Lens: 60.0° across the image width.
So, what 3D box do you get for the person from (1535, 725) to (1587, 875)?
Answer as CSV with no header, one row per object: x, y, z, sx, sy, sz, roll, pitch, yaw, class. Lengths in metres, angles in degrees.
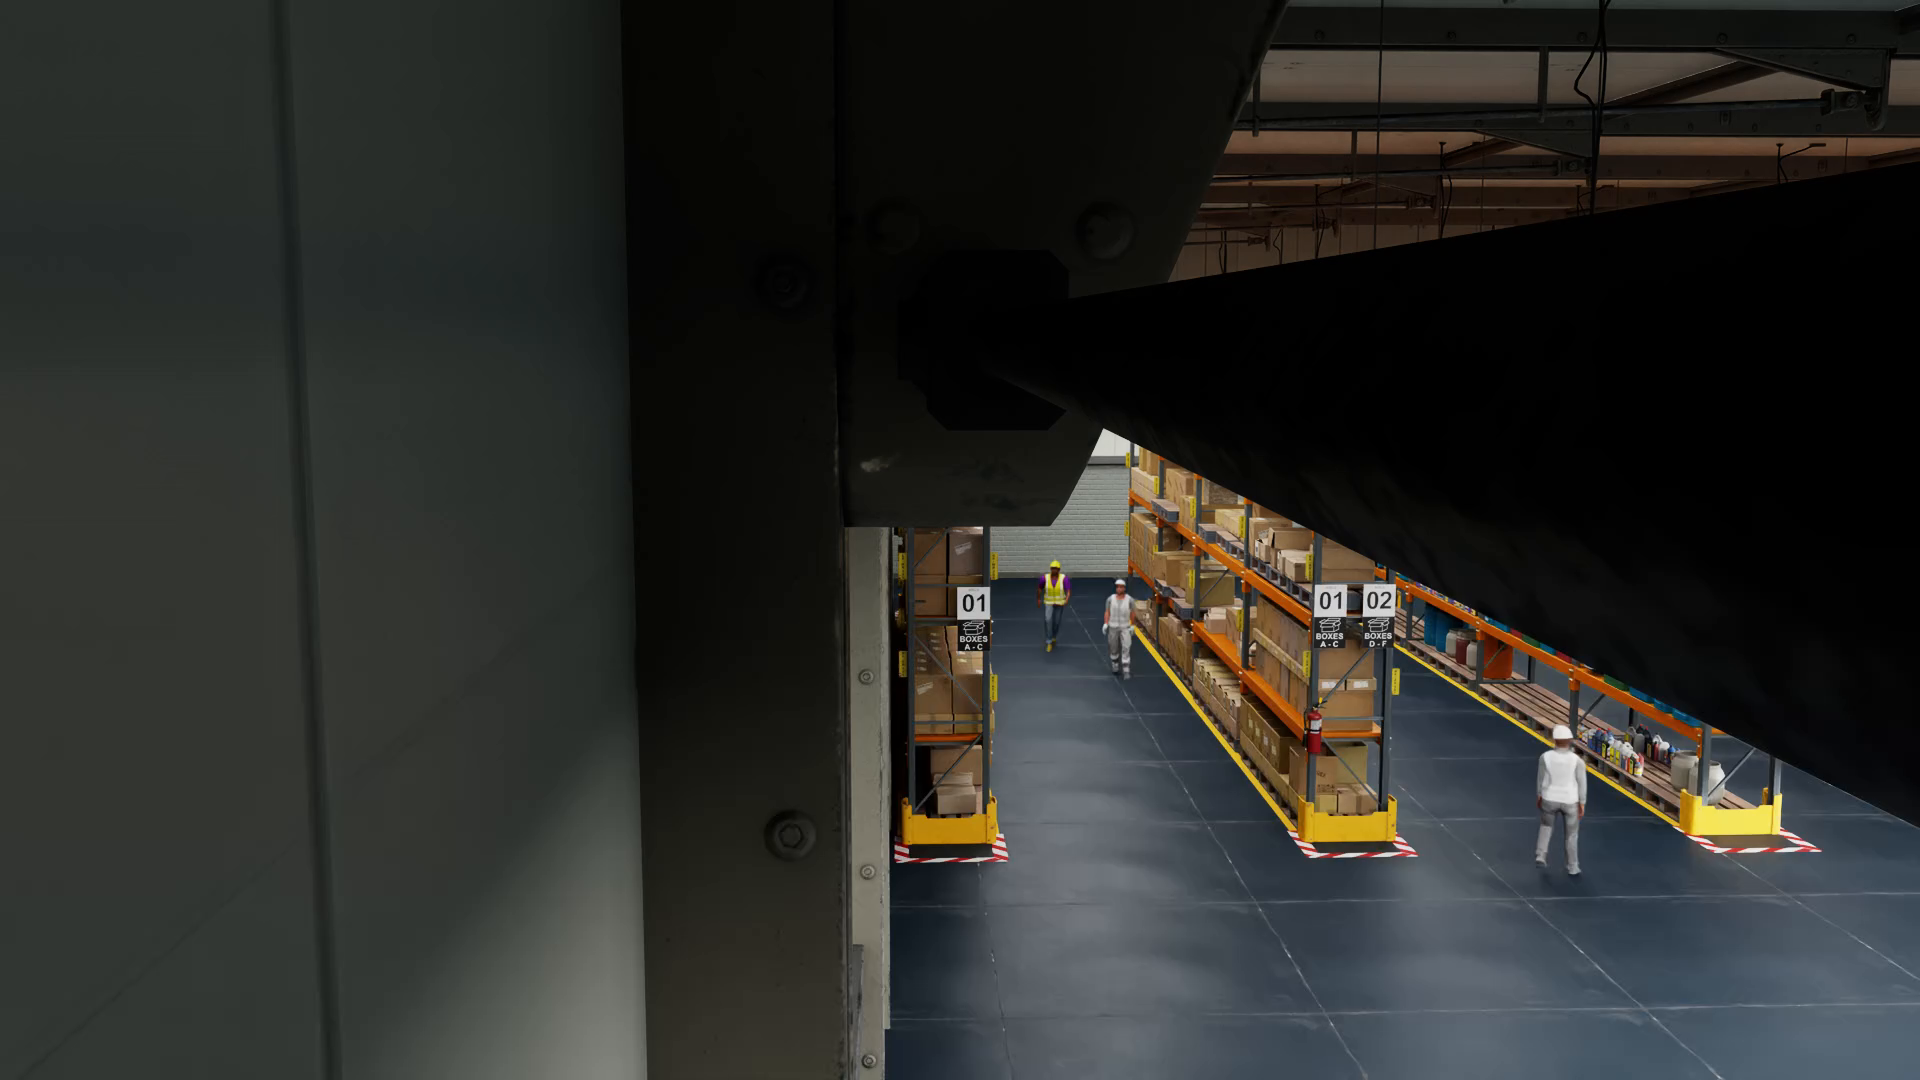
6.970,3.011,19.242,0.567,1.783,0.575,4,9,31,person

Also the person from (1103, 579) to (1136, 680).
2.888,1.594,30.100,0.608,1.749,0.944,0,7,0,person

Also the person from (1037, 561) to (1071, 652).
1.864,1.276,32.905,0.658,1.748,0.994,0,7,0,person
